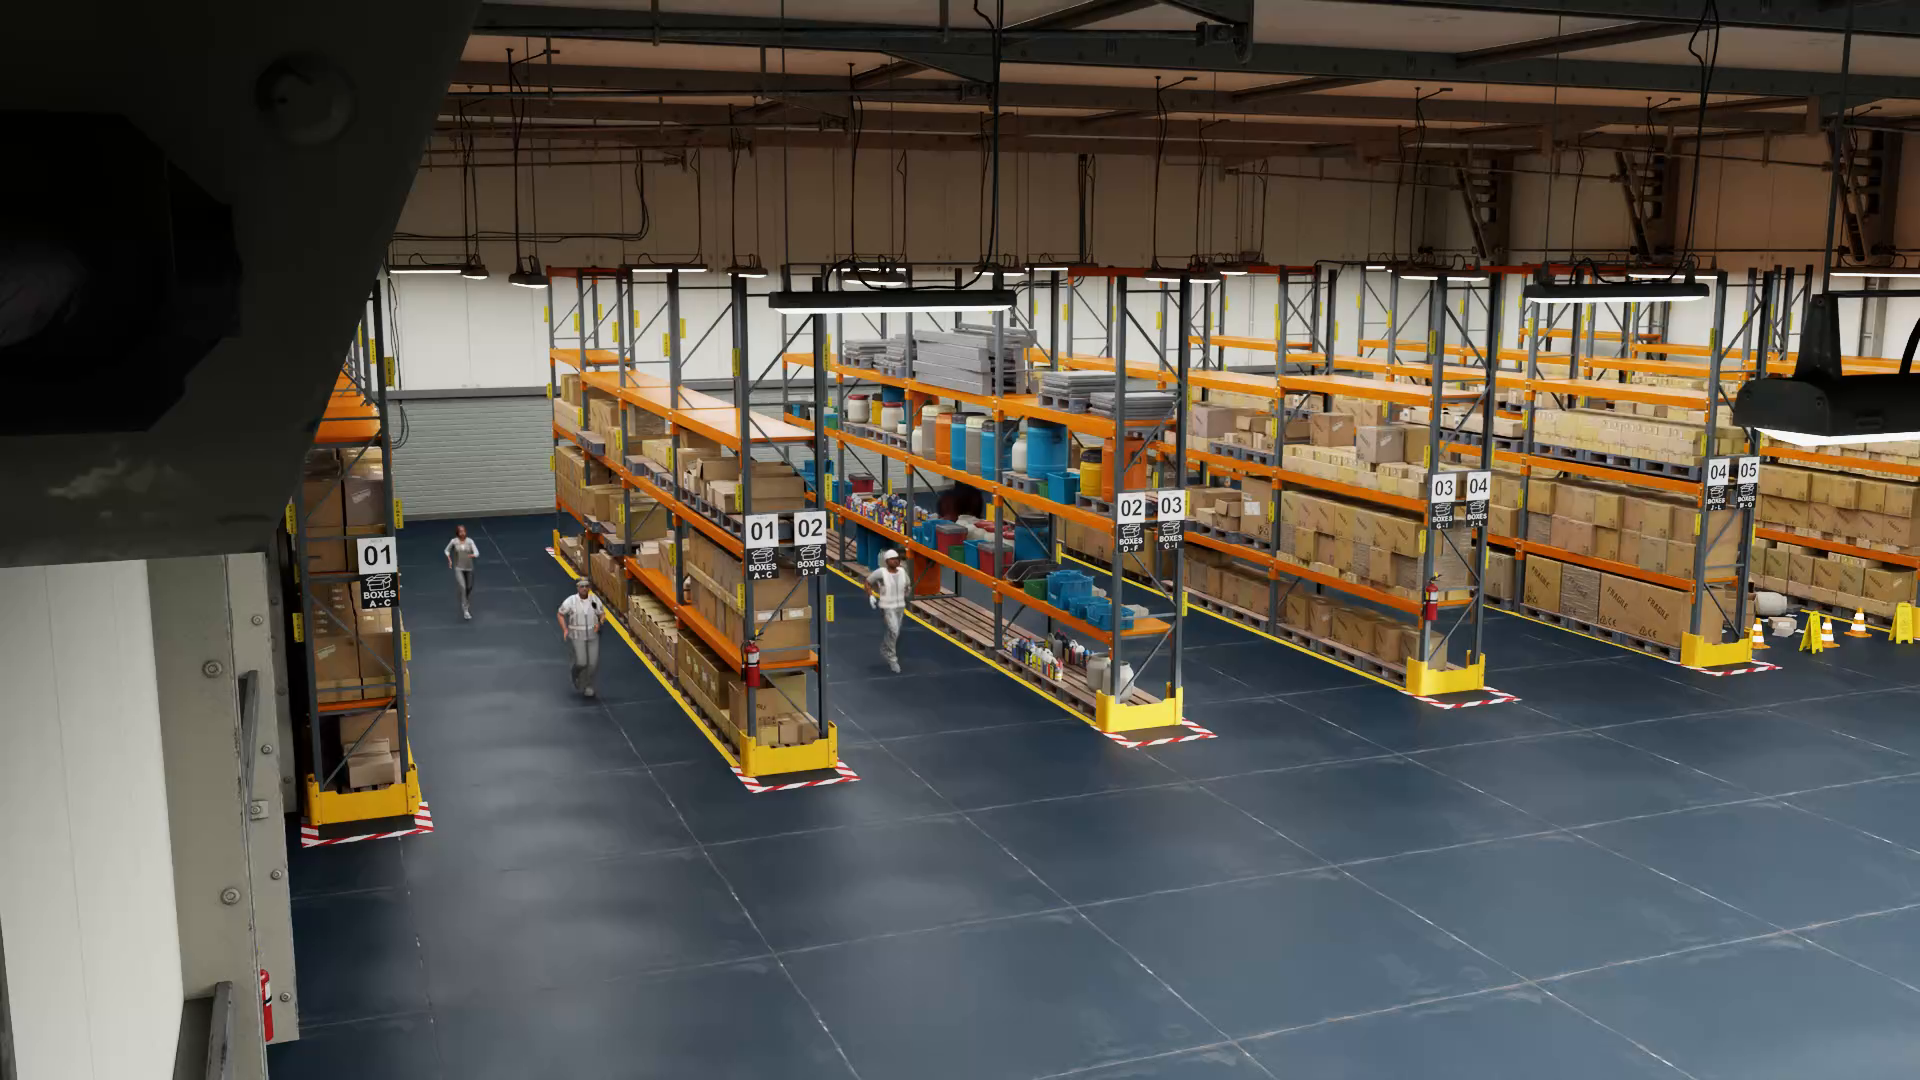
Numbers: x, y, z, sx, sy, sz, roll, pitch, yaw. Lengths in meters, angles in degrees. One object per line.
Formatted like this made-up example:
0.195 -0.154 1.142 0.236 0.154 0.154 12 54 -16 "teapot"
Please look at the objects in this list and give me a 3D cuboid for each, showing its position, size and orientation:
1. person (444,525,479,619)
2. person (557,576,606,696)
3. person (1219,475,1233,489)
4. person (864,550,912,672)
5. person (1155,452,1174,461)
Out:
-8.651 0.528 28.958 0.537 1.567 0.894 -5 11 -28 "person"
-5.353 1.375 23.742 0.665 1.738 0.561 -5 11 -26 "person"
5.632 -0.537 34.910 0.589 1.653 0.528 -4 11 -22 "person"
-1.041 1.063 25.376 0.663 1.847 0.783 -8 13 -39 "person"
4.929 -1.606 40.912 0.869 1.735 0.752 -6 12 -30 "person"
